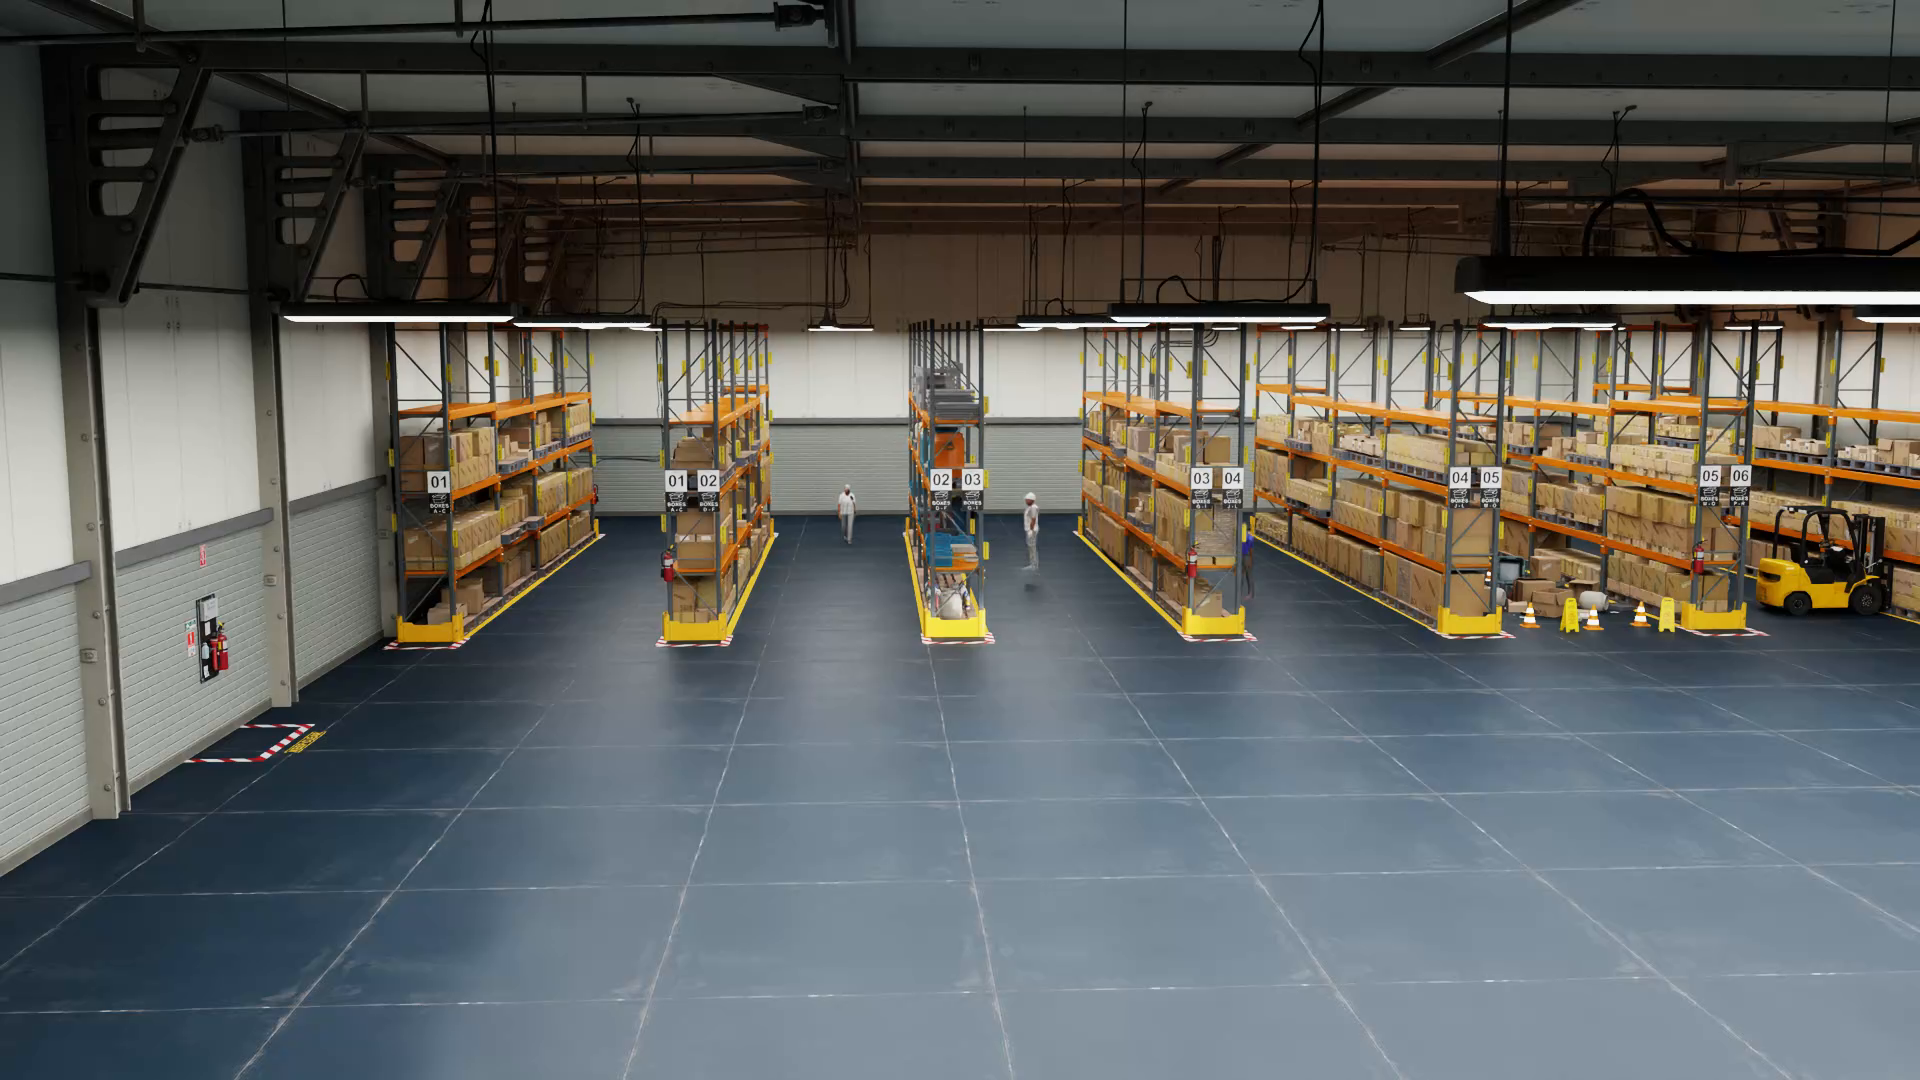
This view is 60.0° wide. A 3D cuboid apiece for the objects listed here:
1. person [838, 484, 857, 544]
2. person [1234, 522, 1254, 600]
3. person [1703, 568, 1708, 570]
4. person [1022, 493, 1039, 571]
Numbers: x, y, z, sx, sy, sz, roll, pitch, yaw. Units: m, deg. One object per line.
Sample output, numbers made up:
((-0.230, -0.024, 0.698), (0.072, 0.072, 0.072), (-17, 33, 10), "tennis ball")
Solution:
((-3.102, -0.723, 45.711), (0.497, 1.623, 0.928), (1, 7, 5), "person")
((6.169, 0.451, 36.086), (0.349, 1.668, 0.456), (-7, 10, -43), "person")
((16.438, 0.332, 36.851), (0.452, 1.666, 0.501), (5, 8, 33), "person")
((1.610, -0.193, 38.293), (0.394, 1.797, 0.643), (0, 7, -2), "person")
